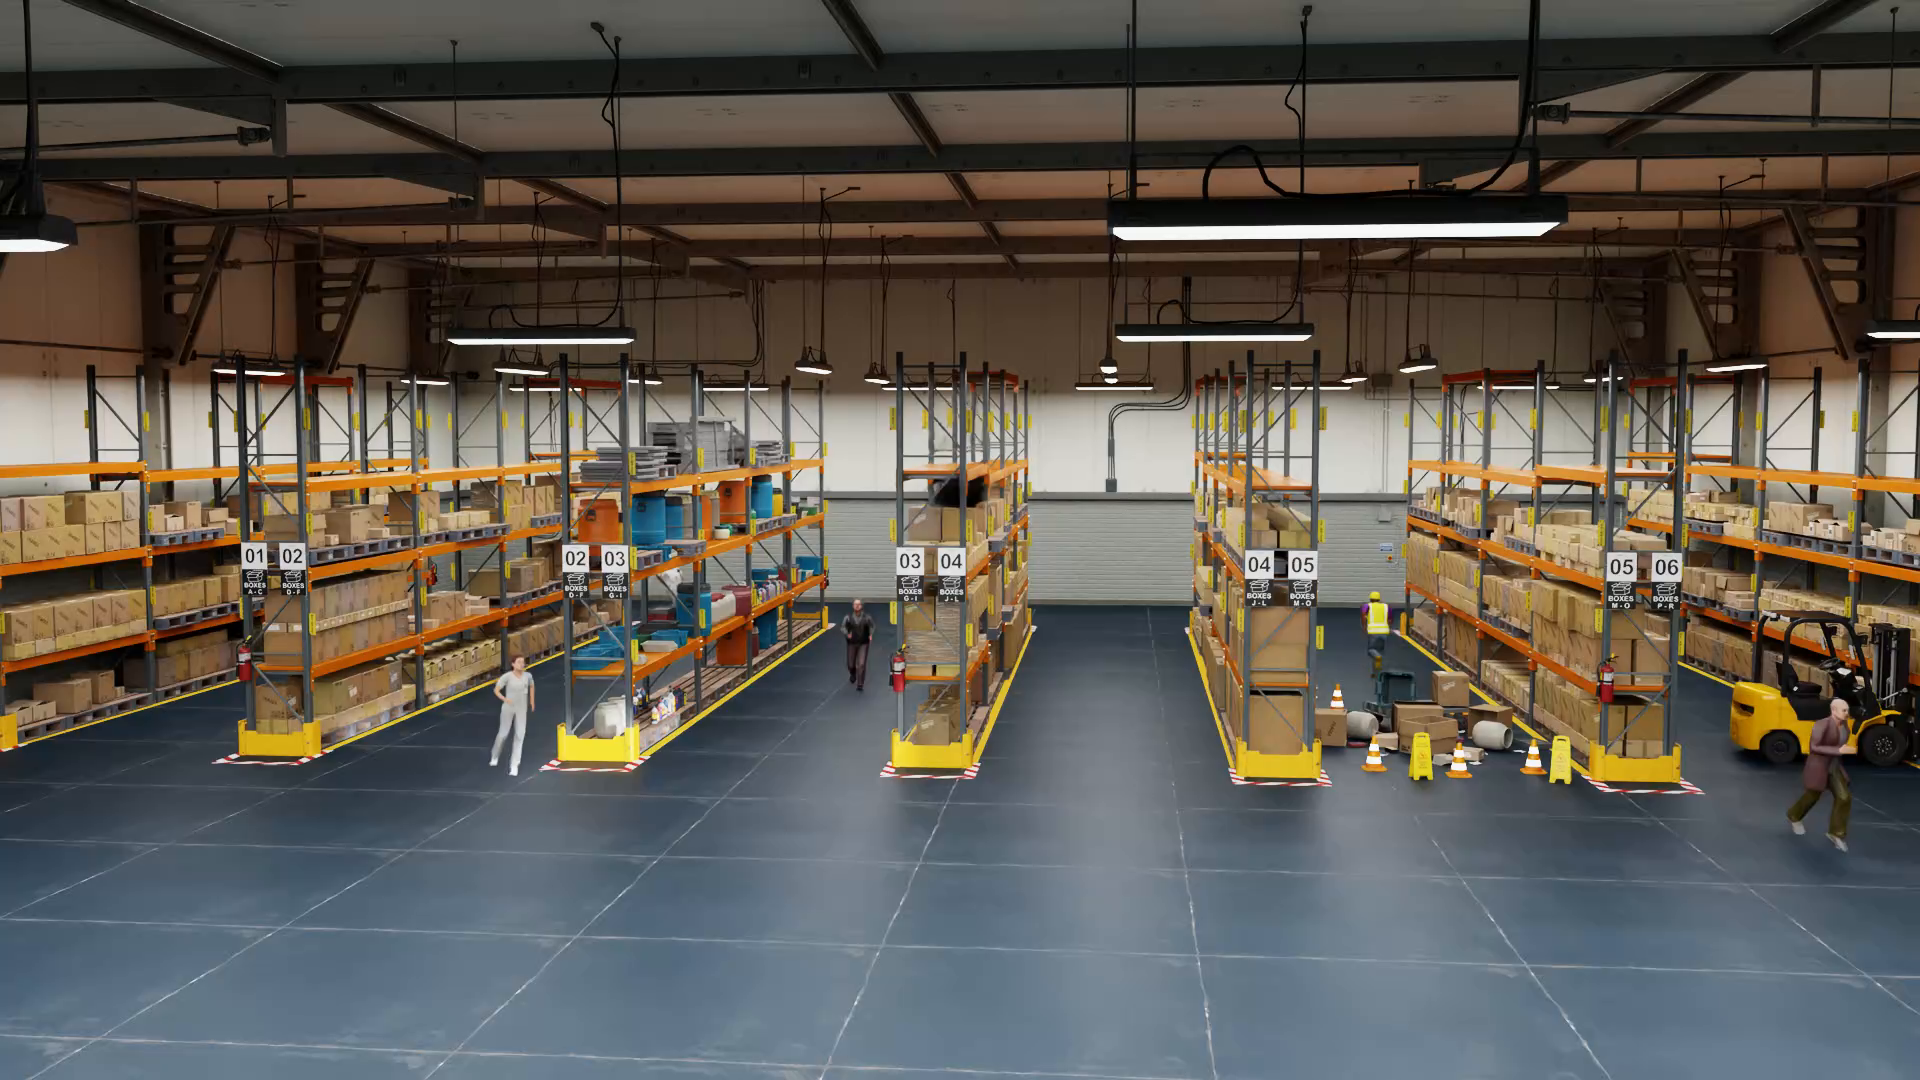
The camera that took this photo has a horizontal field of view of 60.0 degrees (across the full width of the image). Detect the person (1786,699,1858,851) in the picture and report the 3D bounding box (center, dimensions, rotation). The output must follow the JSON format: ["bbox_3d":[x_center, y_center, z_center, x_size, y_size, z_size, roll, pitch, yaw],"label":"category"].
[{"bbox_3d":[10.220,2.759,19.715,0.727,1.831,1.019,-1,4,-19],"label":"person"}]

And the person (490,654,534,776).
[{"bbox_3d":[-6.389,2.475,23.890,0.643,1.678,0.868,-2,5,-28],"label":"person"}]

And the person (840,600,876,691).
[{"bbox_3d":[-1.898,1.956,31.058,0.669,1.684,0.760,0,4,-2],"label":"person"}]

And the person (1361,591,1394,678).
[{"bbox_3d":[8.171,1.858,32.612,0.689,1.685,0.739,0,4,0],"label":"person"}]

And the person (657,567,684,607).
[{"bbox_3d":[-7.145,1.248,41.388,0.803,1.673,0.640,3,5,41],"label":"person"}]
